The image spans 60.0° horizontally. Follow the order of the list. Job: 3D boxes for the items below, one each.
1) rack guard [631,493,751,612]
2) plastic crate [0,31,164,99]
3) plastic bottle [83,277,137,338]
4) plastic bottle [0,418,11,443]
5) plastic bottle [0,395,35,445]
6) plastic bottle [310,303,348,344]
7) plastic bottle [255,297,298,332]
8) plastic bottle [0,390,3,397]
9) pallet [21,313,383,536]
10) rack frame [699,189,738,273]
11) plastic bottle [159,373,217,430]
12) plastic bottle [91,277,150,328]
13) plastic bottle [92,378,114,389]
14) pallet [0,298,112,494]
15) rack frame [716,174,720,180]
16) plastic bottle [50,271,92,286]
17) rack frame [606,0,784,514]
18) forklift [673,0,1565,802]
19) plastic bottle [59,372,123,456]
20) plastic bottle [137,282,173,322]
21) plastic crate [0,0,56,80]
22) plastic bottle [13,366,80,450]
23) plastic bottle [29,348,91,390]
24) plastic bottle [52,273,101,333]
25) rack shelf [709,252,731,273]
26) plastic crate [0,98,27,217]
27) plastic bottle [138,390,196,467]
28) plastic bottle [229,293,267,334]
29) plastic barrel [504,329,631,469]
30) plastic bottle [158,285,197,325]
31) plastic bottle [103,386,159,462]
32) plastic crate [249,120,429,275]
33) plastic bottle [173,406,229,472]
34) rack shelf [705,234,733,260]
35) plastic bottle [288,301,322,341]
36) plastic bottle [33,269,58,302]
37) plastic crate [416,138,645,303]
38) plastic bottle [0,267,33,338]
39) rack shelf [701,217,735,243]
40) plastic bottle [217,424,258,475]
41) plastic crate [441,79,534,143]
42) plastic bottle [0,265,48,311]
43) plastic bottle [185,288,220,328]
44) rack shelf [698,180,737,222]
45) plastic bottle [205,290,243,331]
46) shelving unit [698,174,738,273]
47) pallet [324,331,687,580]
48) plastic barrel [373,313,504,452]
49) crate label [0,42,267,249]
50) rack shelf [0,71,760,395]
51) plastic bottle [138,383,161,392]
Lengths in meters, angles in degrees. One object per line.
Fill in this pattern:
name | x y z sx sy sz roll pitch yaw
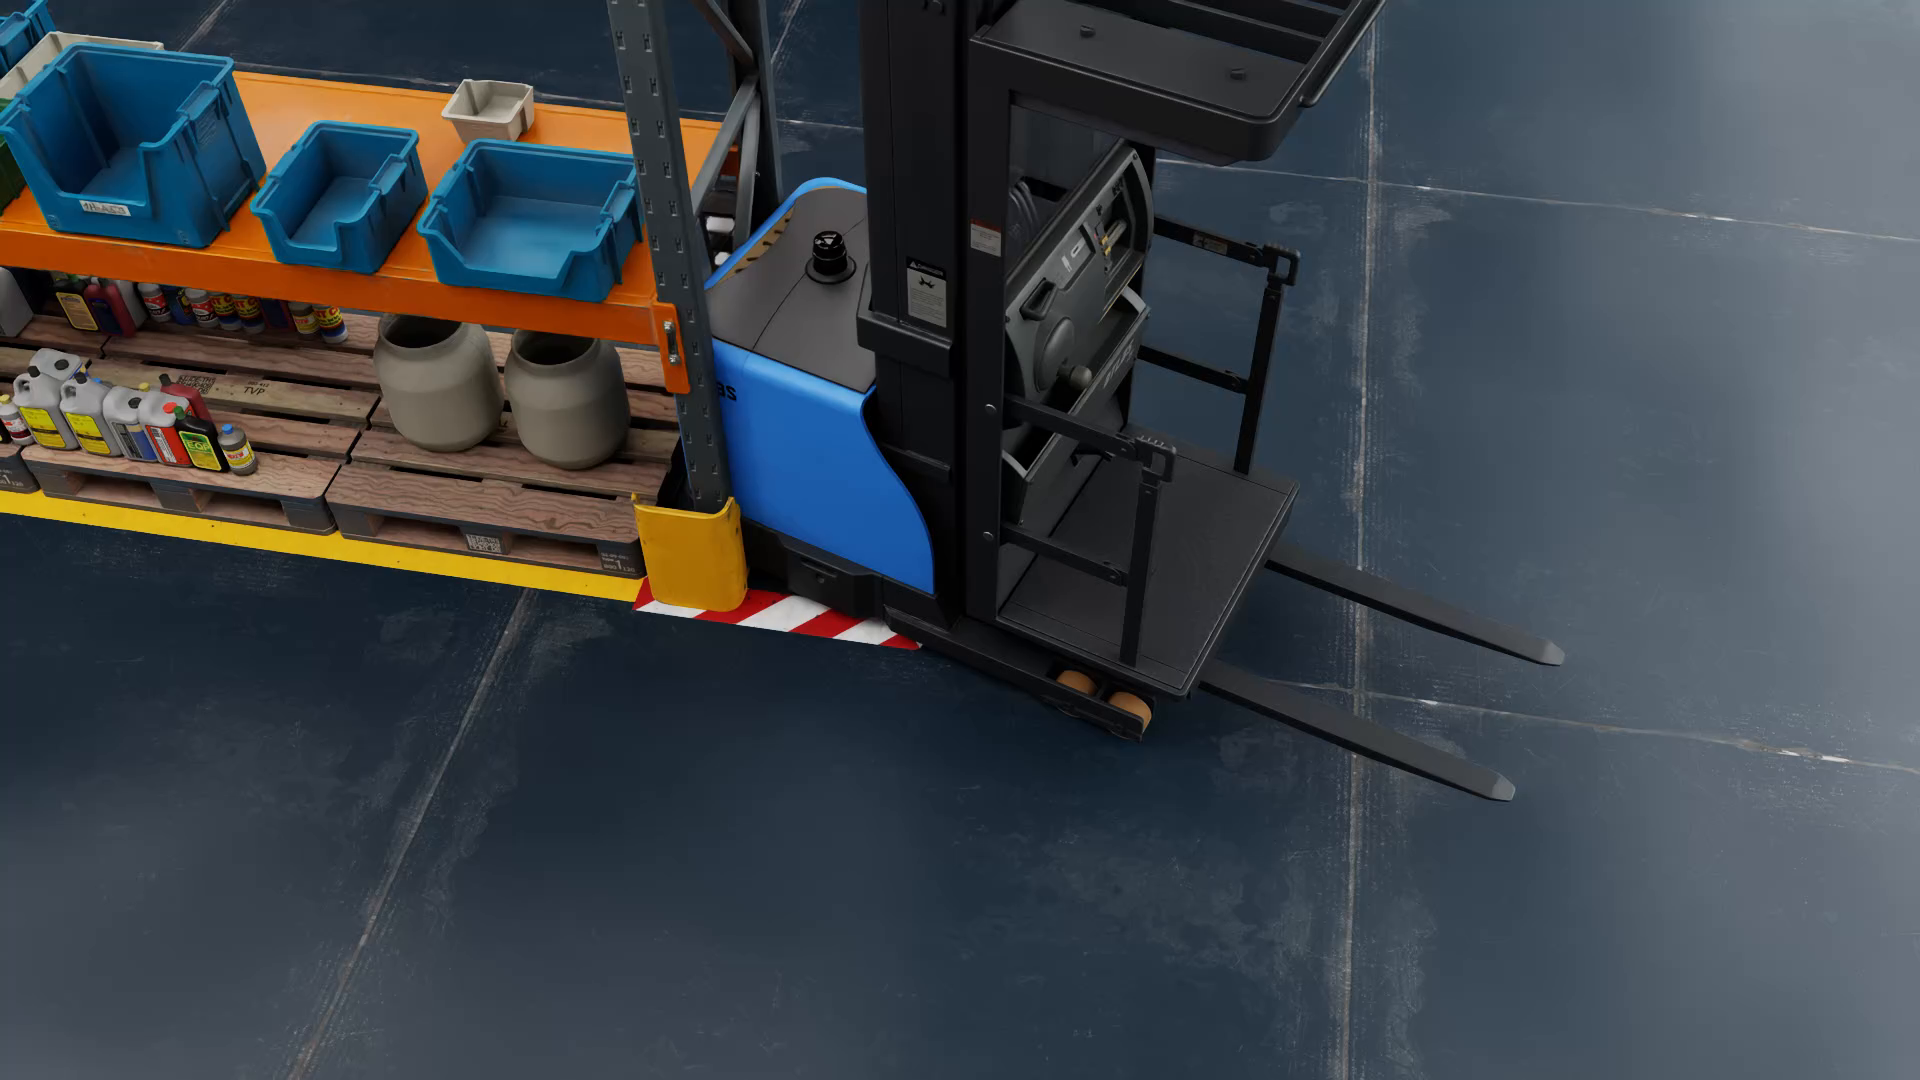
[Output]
rack guard | -0.866 -0.349 6.228 0.348 0.500 1.175 8 49 7
plastic crate | -3.076 -1.621 5.867 0.437 0.136 0.530 8 49 7
plastic bottle | -3.387 -0.933 6.602 0.133 0.283 0.061 8 49 7
plastic bottle | -3.658 -0.490 6.204 0.133 0.283 0.061 10 49 9
plastic bottle | -3.539 -0.460 6.232 0.097 0.201 0.097 0 48 0
plastic bottle | -2.512 -0.912 6.591 0.097 0.271 0.097 0 48 0
plastic bottle | -2.731 -0.959 6.626 0.133 0.283 0.061 8 49 7
plastic bottle | -3.662 -0.546 6.262 0.097 0.271 0.097 0 48 0
pallet | -2.862 -0.527 6.582 1.213 0.211 1.003 8 49 7
rack frame | -0.877 -1.080 6.606 0.240 0.900 0.006 8 52 11
plastic bottle | -2.893 -0.502 6.215 0.133 0.283 0.061 8 49 7
plastic bottle | -3.368 -1.008 6.675 0.135 0.276 0.152 8 49 8
plastic bottle | -3.233 -0.528 6.293 0.097 0.201 0.097 0 48 0
pallet | -4.066 -0.687 6.725 1.213 0.211 1.003 8 49 7
rack frame | -0.831 -1.235 6.729 0.240 0.900 0.006 8 52 11
plastic bottle | -3.528 -1.058 6.669 0.185 0.351 0.144 7 48 7
rack frame | -0.783 -1.209 5.320 0.127 3.000 1.000 8 49 7
forklift | 0.550 -0.761 4.963 3.031 2.935 1.130 22 52 18
plastic bottle | -3.212 -0.484 6.153 0.185 0.351 0.144 9 49 8
plastic bottle | -3.247 -0.988 6.706 0.097 0.201 0.097 0 48 0
plastic crate | -3.582 -1.741 5.898 0.616 0.251 0.499 8 49 7
plastic bottle | -3.395 -0.508 6.175 0.185 0.351 0.144 7 48 7
plastic bottle | -3.393 -0.595 6.303 0.135 0.276 0.152 8 49 7
plastic bottle | -3.521 -0.957 6.623 0.133 0.283 0.061 8 49 7
rack shelf | -0.852 -1.137 6.693 0.258 0.077 0.200 8 52 11
plastic crate | -3.434 -1.281 5.527 0.662 0.188 0.450 8 49 7
plastic bottle | -2.911 -0.421 6.147 0.135 0.276 0.152 8 49 7
plastic bottle | -2.849 -0.957 6.632 0.097 0.271 0.097 0 48 0
plastic barrel | -1.444 -0.549 6.117 0.421 0.512 0.421 0 48 0
plastic bottle | -3.147 -0.998 6.668 0.097 0.271 0.097 0 48 0
plastic bottle | -3.048 -0.440 6.164 0.135 0.276 0.152 6 48 6
plastic crate | -1.967 -1.097 5.319 0.408 0.251 0.499 8 49 7
plastic bottle | -2.787 -0.372 6.098 0.133 0.283 0.061 9 49 8
rack shelf | -0.858 -1.194 6.624 0.258 0.077 0.200 8 52 11
plastic bottle | -2.614 -0.902 6.630 0.097 0.201 0.097 0 48 0
plastic bottle | -3.678 -1.087 6.740 0.133 0.283 0.061 11 49 9
plastic crate | -1.329 -1.007 5.238 0.616 0.251 0.499 8 49 7
plastic bottle | -3.847 -0.964 6.635 0.135 0.276 0.152 8 49 7
rack shelf | -0.864 -1.250 6.554 0.258 0.077 0.200 8 52 11
plastic bottle | -2.668 -0.343 6.127 0.097 0.201 0.097 0 48 0
plastic crate | -1.607 -1.475 5.736 0.250 0.136 0.298 8 49 7
plastic bottle | -3.845 -1.100 6.707 0.185 0.351 0.144 5 48 5
plastic bottle | -3.045 -0.960 6.682 0.097 0.201 0.097 0 48 0
rack shelf | -0.871 -1.307 6.484 0.258 0.077 0.200 8 52 11
plastic bottle | -2.948 -0.971 6.644 0.097 0.271 0.097 0 48 0
shelving unit | -0.854 -1.158 6.667 0.258 0.900 0.210 8 52 11
pallet | -1.665 -0.364 6.435 1.213 0.211 1.003 8 49 7
plastic barrel | -1.938 -0.615 6.177 0.421 0.512 0.421 0 48 0
crate label | -2.642 -1.266 5.348 0.616 0.435 0.502 8 49 7
rack shelf | -2.751 -1.233 5.825 4.000 0.370 1.077 8 49 7
plastic bottle | -3.044 -0.508 6.276 0.097 0.201 0.097 0 48 0
